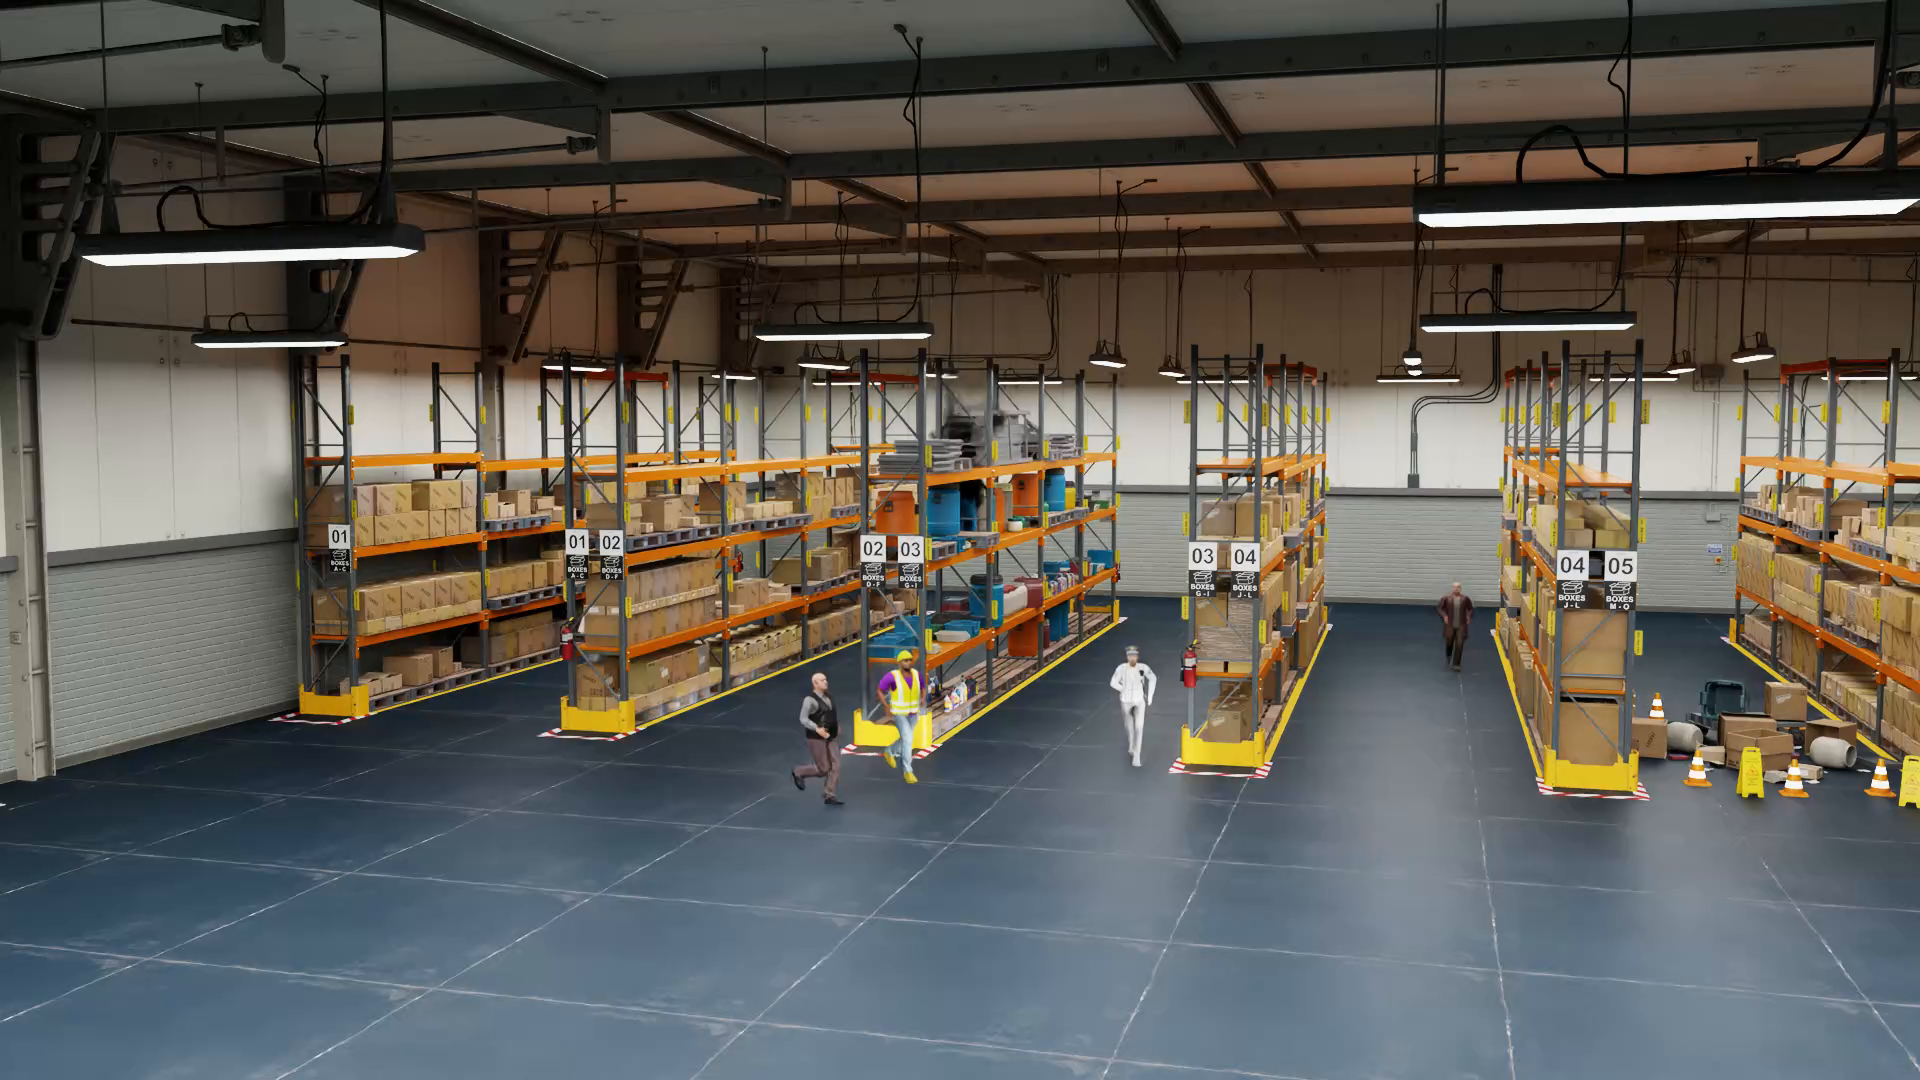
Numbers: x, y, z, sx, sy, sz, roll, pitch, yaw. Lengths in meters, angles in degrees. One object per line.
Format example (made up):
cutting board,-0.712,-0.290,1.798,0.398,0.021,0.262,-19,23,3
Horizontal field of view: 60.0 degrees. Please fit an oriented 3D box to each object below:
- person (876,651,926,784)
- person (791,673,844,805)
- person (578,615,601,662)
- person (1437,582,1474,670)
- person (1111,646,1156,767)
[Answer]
person,-0.780,2.398,22.960,0.715,1.780,0.877,-3,5,-37
person,-1.800,2.559,21.436,0.778,1.689,0.661,3,5,34
person,-6.668,1.878,30.363,0.616,1.692,0.901,0,4,6
person,9.754,1.683,32.724,0.710,1.723,0.667,1,4,12
person,2.503,2.365,24.070,0.644,1.716,0.897,1,4,11
